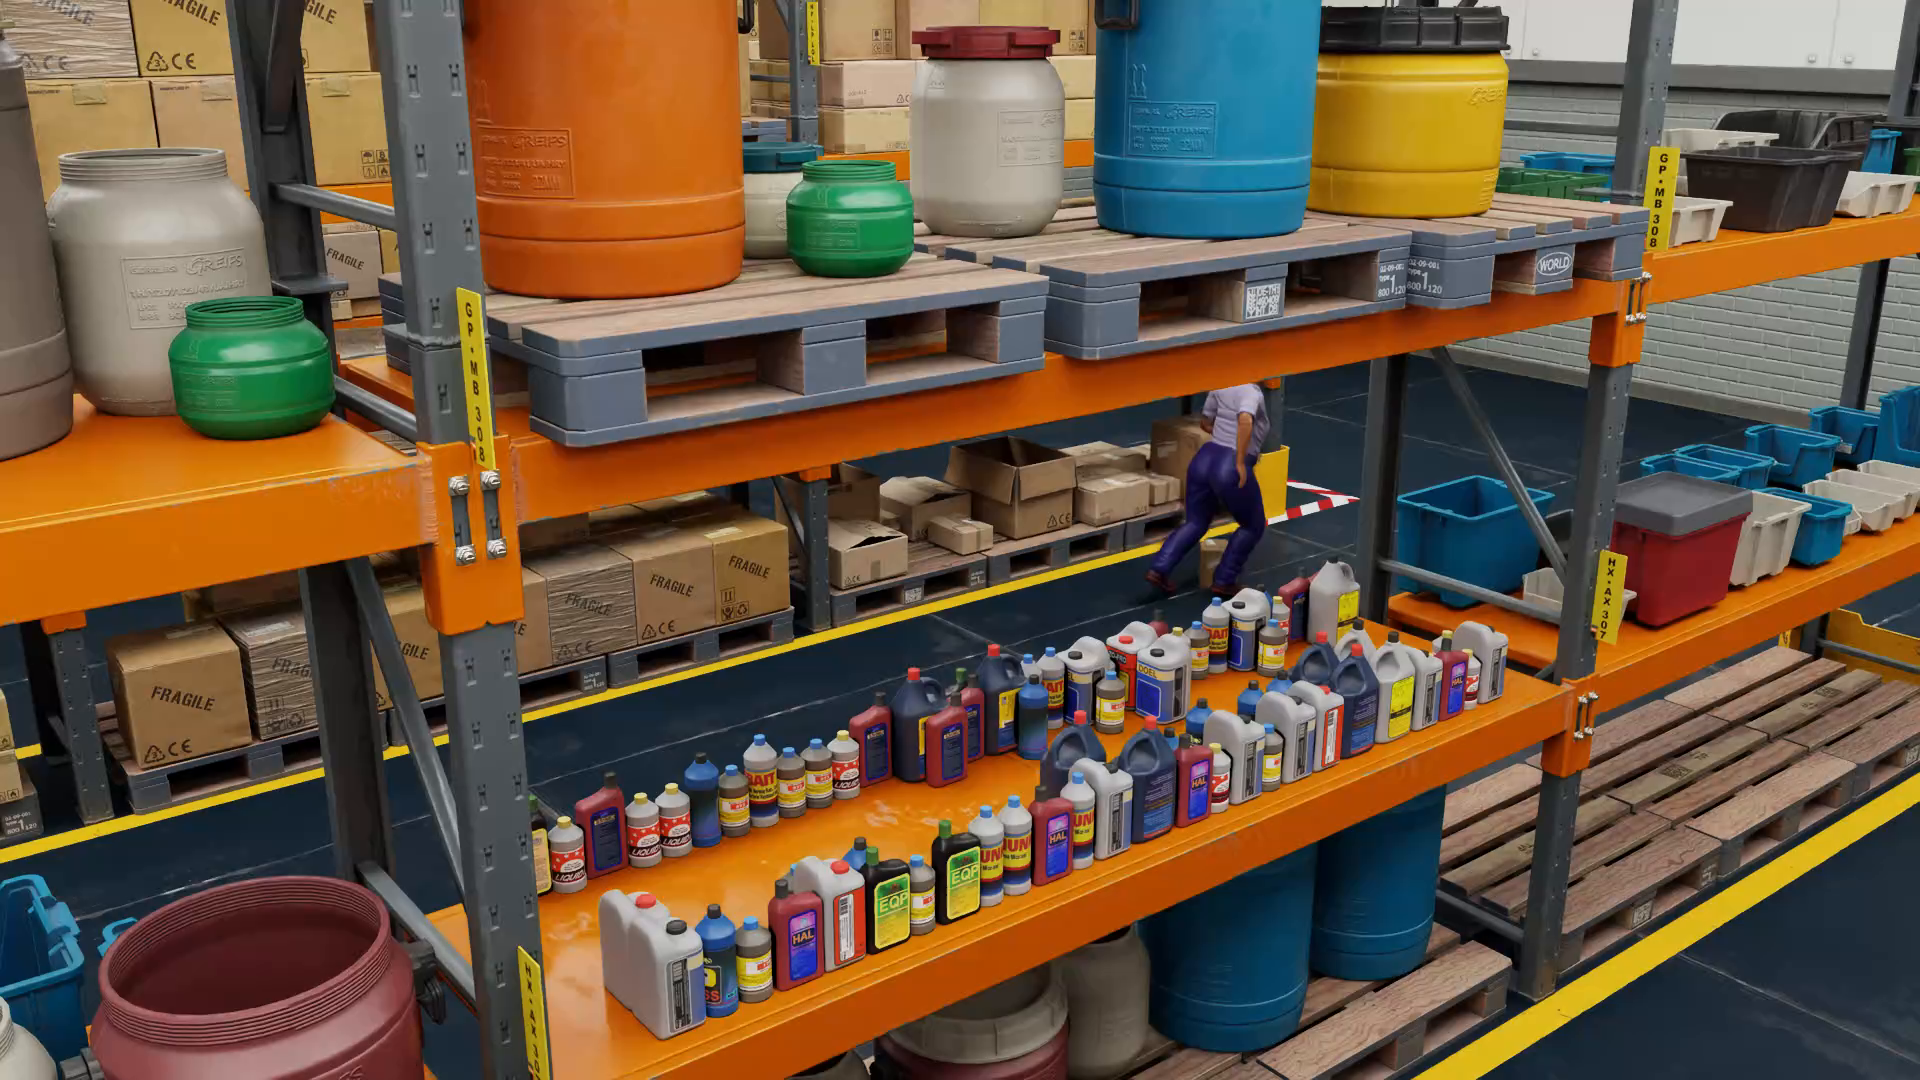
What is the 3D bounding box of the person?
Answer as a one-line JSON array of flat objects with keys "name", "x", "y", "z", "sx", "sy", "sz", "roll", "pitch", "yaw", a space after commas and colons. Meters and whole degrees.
[{"name": "person", "x": 1.611, "y": -0.382, "z": 10.405, "sx": 0.891, "sy": 1.583, "sz": 0.595, "roll": -13, "pitch": 22, "yaw": -36}]
